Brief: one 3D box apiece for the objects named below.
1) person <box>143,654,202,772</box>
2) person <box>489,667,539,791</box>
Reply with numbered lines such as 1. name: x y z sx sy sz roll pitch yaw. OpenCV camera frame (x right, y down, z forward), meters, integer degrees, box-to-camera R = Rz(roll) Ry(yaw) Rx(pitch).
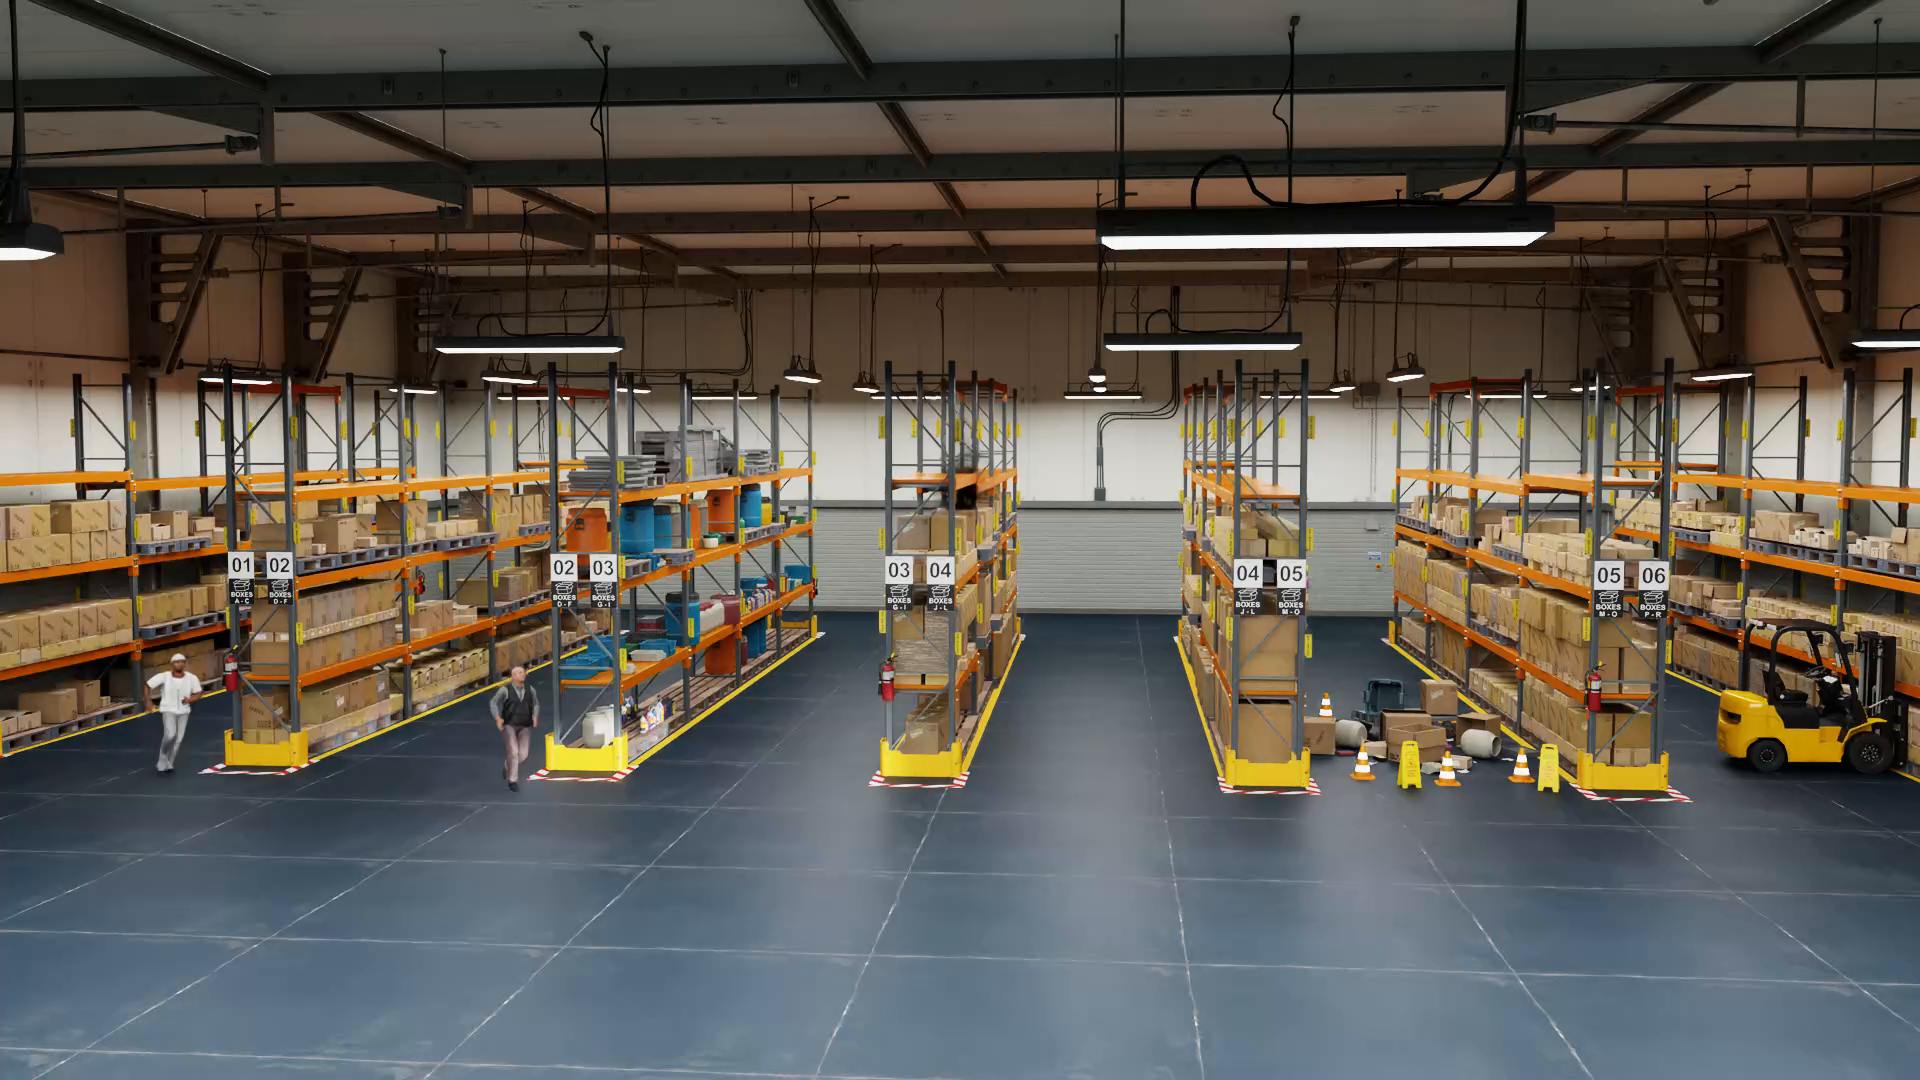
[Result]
1. person: -11.520 2.530 24.427 0.729 1.717 0.626 -4 5 -44
2. person: -6.232 2.636 23.387 0.700 1.692 0.658 -2 5 -34
